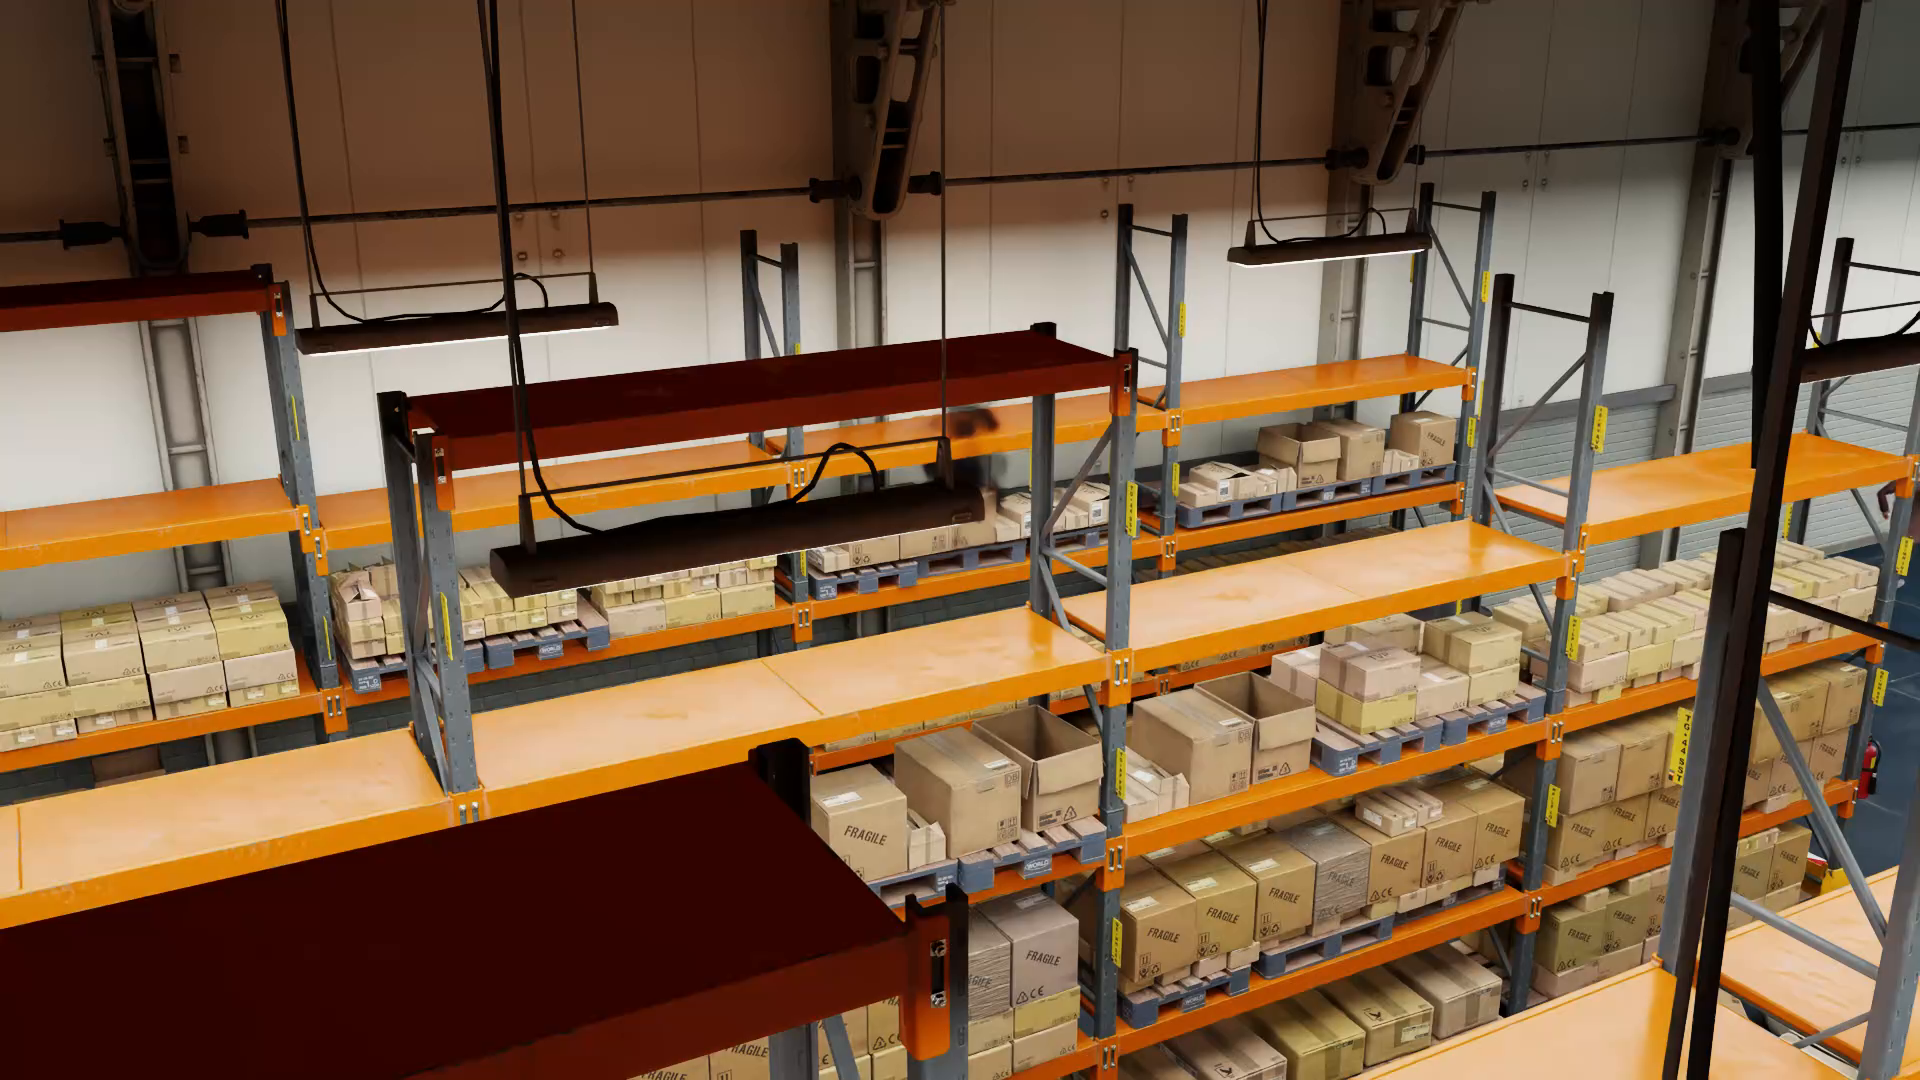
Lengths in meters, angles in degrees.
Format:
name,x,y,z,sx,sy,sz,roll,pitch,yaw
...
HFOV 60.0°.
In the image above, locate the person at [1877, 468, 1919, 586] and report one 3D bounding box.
name,x,y,z,sx,sy,sz,roll,pitch,yaw
person,13.308,-0.204,23.356,0.779,1.830,0.694,-10,21,-27
